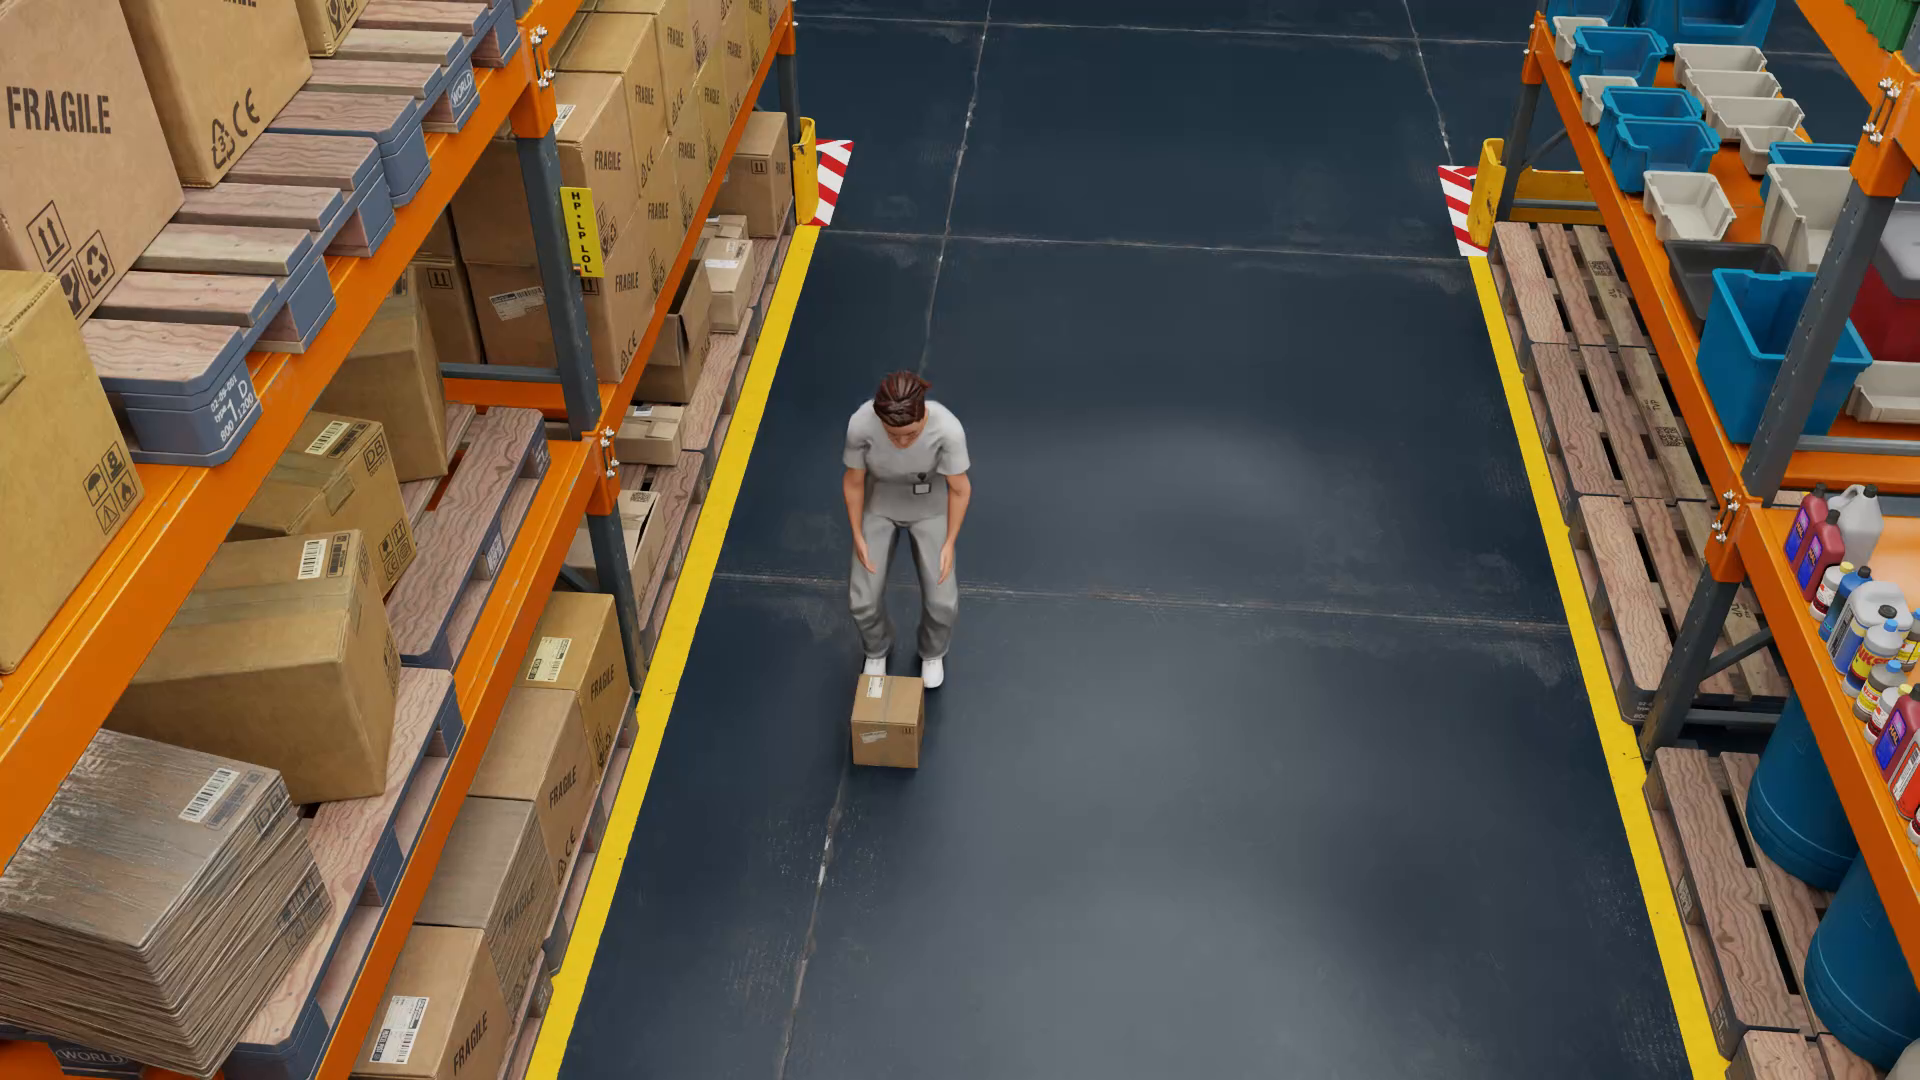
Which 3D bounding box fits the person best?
[{"bbox_3d":[-0.196,-0.059,6.342,0.480,1.537,0.510,4,40,5],"label":"person"}]
